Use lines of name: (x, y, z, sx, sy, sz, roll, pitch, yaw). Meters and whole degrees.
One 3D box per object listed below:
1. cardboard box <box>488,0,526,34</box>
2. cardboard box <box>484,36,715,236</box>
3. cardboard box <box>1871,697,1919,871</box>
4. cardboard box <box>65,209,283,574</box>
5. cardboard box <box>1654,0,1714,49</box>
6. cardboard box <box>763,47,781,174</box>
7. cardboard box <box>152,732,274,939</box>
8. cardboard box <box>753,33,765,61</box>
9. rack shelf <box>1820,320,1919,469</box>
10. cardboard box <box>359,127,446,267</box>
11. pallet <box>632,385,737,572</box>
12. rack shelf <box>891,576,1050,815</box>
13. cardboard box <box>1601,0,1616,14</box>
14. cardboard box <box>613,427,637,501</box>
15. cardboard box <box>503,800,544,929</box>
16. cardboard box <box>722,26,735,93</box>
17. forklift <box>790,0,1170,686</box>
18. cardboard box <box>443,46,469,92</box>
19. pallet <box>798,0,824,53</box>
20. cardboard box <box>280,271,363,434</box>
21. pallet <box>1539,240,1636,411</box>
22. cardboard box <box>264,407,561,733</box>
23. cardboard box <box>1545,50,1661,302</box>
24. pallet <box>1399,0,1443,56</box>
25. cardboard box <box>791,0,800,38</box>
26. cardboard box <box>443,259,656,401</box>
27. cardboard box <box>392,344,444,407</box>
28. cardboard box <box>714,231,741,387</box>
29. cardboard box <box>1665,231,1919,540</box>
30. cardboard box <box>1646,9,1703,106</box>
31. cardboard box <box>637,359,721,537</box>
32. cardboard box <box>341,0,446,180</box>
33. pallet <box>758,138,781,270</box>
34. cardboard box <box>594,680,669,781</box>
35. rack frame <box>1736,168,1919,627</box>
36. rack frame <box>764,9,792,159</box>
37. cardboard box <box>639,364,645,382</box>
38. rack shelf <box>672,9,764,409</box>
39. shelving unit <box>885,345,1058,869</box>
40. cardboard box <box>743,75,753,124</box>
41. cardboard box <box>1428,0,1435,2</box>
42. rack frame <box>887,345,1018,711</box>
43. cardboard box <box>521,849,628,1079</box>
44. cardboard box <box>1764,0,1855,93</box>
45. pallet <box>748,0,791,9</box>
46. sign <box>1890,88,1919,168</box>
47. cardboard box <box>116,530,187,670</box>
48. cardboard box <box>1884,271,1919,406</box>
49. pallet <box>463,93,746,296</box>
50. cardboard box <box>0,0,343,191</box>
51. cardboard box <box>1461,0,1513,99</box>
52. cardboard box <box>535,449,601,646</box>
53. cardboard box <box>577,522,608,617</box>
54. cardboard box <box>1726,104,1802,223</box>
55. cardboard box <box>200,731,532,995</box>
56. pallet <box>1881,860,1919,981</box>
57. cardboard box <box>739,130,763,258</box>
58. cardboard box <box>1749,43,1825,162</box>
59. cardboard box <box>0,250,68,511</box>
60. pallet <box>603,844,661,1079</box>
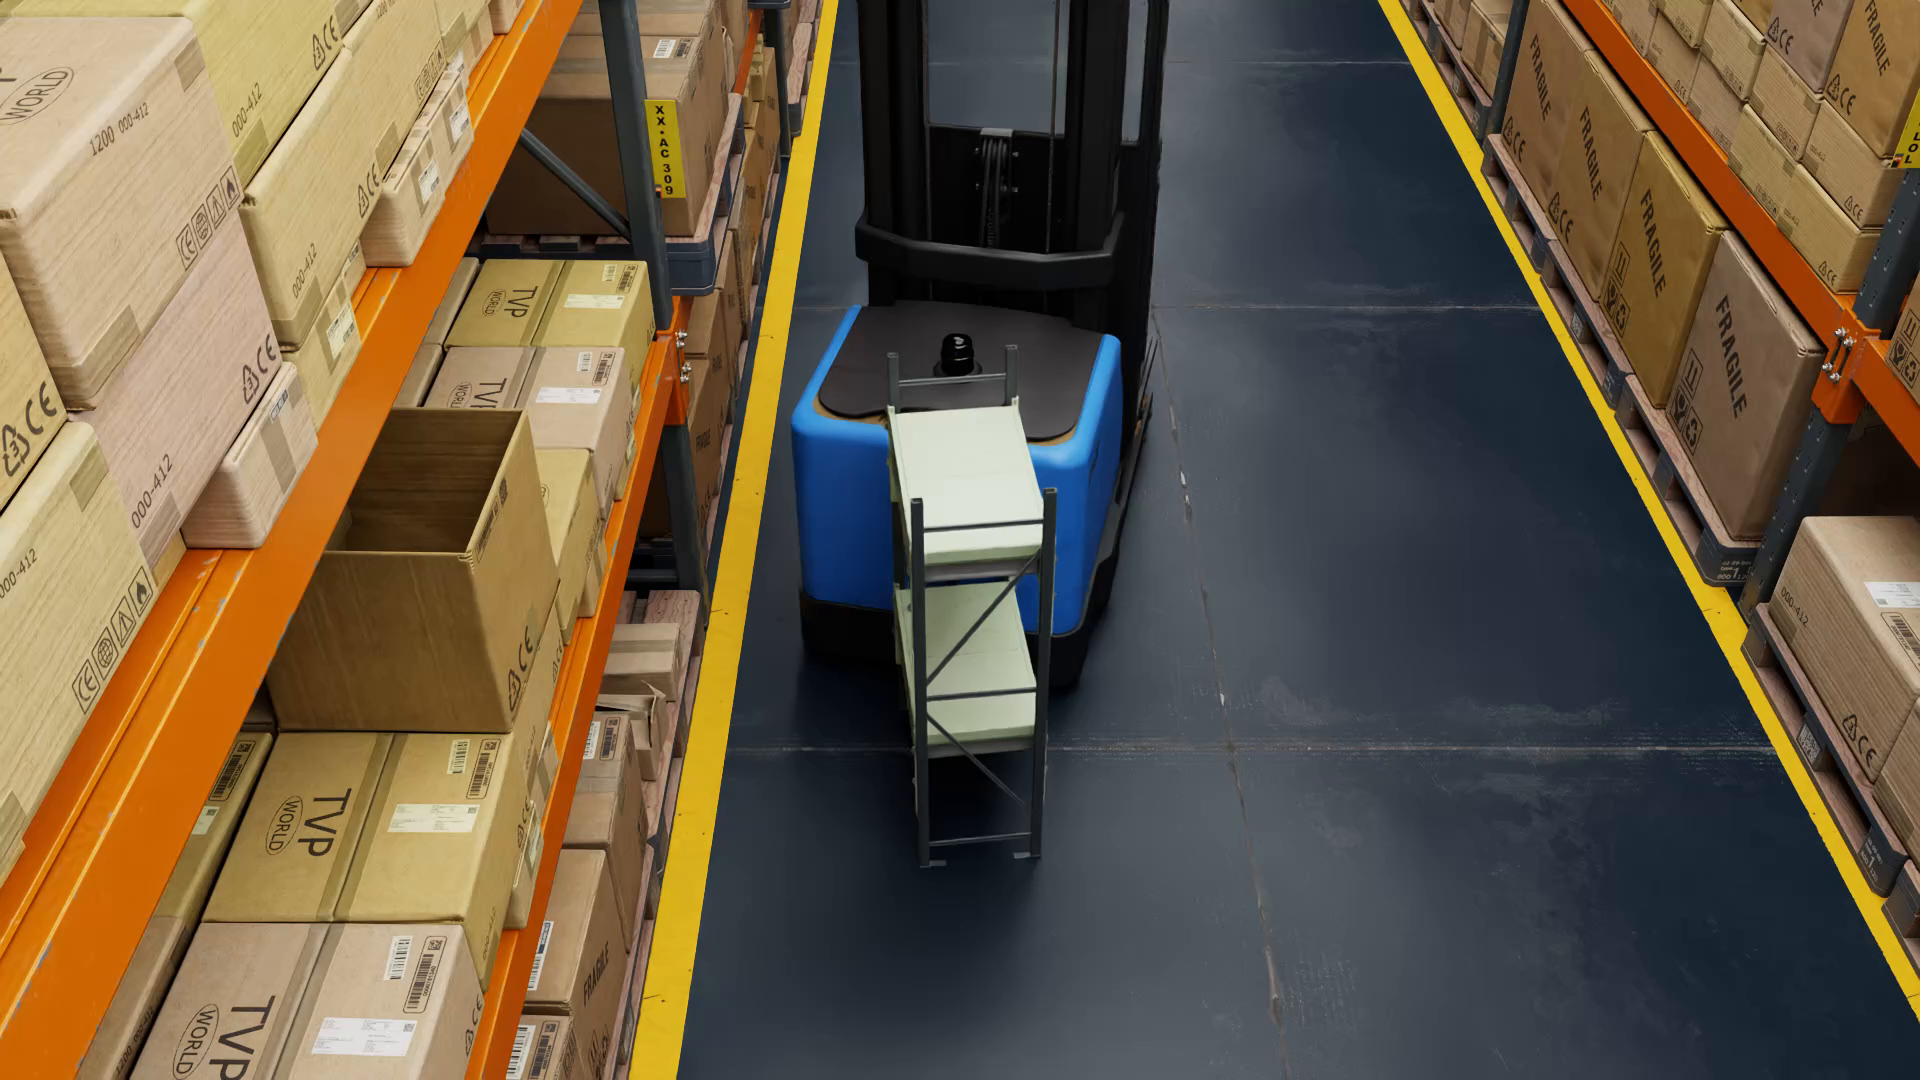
cardboard box: (-1.181, -1.245, 3.707, 0.380, 0.149, 0.250, 0, 39, 0)
cardboard box: (-1.239, -1.377, 5.654, 0.700, 0.500, 0.500, 1, 39, 1)
cardboard box: (3.397, 0.911, 4.927, 0.875, 0.438, 0.875, -1, 39, -1)
cardboard box: (-1.206, -0.194, 2.076, 0.500, 0.250, 0.500, 1, 39, 1)
cardboard box: (3.226, -2.246, 6.874, 0.500, 0.250, 0.500, 1, 39, 1)
cardboard box: (-1.251, -2.297, 8.881, 0.500, 0.500, 0.500, 1, 39, 1)
cardboard box: (-1.718, 0.653, 3.419, 0.500, 0.250, 0.500, 1, 39, 1)
cardboard box: (-1.213, -2.506, 8.623, 0.380, 0.149, 0.250, -2, 39, -2)
rack shelf: (3.504, 0.654, 4.110, 1.077, 0.370, 4.000, 0, 39, 0)
cardboard box: (-1.130, -0.601, 2.903, 0.380, 0.149, 0.250, 0, 39, 0)
pallet: (-1.501, -0.292, 6.946, 1.003, 0.211, 1.213, 0, 39, 0)
rack shelf: (0.021, 0.491, 5.459, 0.431, 0.370, 0.720, -4, 39, -5)
cardboard box: (3.264, -2.693, 7.832, 0.500, 0.250, 0.500, -1, 39, -1)
cardboard box: (-1.162, -0.249, 4.863, 0.380, 0.149, 0.250, 1, 39, 1)
cardboard box: (-1.135, 0.717, 3.658, 0.380, 0.149, 0.250, -1, 39, -1)
cardboard box: (-1.080, -1.852, 6.434, 0.396, 0.266, 0.258, 2, 39, 2)
forklift: (0.235, -1.543, 6.332, 1.130, 2.935, 3.031, 8, 39, 10)
cardboard box: (-1.204, -0.920, 3.301, 0.380, 0.149, 0.250, 0, 39, 0)
pallet: (-1.427, -3.561, 11.024, 1.003, 0.211, 1.213, 0, 39, 0)
cardboard box: (-1.140, -0.286, 2.511, 0.380, 0.149, 0.250, 0, 39, 0)
pallet: (3.421, -1.037, 7.875, 1.003, 0.211, 1.213, 0, 39, 0)
cardboard box: (-1.190, 0.058, 3.562, 0.500, 0.500, 0.500, 1, 39, 1)
cardboard box: (3.412, -1.724, 7.866, 0.875, 0.875, 0.875, 0, 39, 1)
pallet: (3.499, -3.540, 10.999, 1.003, 0.211, 1.213, 0, 39, 0)
cardboard box: (-1.462, -3.409, 10.168, 0.875, 0.625, 0.625, 1, 39, 1)
cardboard box: (-1.217, -0.611, 4.996, 0.500, 0.250, 0.500, 1, 39, 1)
cardboard box: (-1.724, -0.306, 4.615, 0.500, 0.250, 0.500, 0, 39, 0)
cardboard box: (-1.244, -1.008, 7.272, 0.500, 0.500, 0.500, -1, 39, -1)
cardboard box: (3.421, -0.600, 6.463, 0.875, 0.875, 0.875, 1, 39, 1)
cardboard box: (3.263, -2.056, 7.037, 0.500, 0.250, 0.500, 0, 39, 0)
cardboard box: (-1.237, -0.363, 6.467, 0.500, 0.500, 0.500, 2, 39, 2)
cardboard box: (-1.218, -0.837, 2.879, 0.500, 0.250, 0.500, -1, 39, -1)
pallet: (-1.503, -1.818, 8.850, 1.003, 0.211, 1.213, 0, 39, 0)
cardboard box: (-1.167, 0.603, 5.449, 0.396, 0.266, 0.258, 1, 39, 2)
rack frame: (3.502, -0.877, 5.446, 1.000, 3.000, 0.127, 0, 39, 0)
rack frame: (-1.466, -3.373, 8.560, 1.000, 3.000, 0.127, 0, 39, 0)
cardboard box: (-1.209, -0.574, 5.269, 0.380, 0.149, 0.250, 0, 39, 1)
rack shelf: (-1.464, -1.841, 7.224, 1.077, 0.370, 4.000, 0, 39, 0)
shelving unit: (0.021, 0.237, 5.255, 0.431, 1.500, 0.755, -4, 39, -5)
cardboard box: (-1.225, -2.170, 8.204, 0.380, 0.149, 0.250, -1, 39, -2)
cardboard box: (3.502, -3.806, 10.866, 0.950, 0.372, 0.625, 1, 39, 1)
rack frame: (-0.023, 0.009, 5.539, 0.400, 1.500, 0.023, -4, 39, -5)
cardboard box: (-1.226, 1.194, 4.525, 0.500, 0.500, 0.500, 1, 39, 1)
cardboard box: (3.242, -1.909, 5.854, 0.500, 0.500, 0.500, 1, 39, 1)
pallet: (-1.395, -2.874, 8.091, 1.213, 0.211, 1.003, 0, 39, 0)
sign: (2.959, -1.292, 5.101, 0.100, 0.325, 0.005, 0, 39, 0)
cardboard box: (-1.235, 0.034, 2.112, 0.380, 0.149, 0.250, 0, 39, 0)
cardboard box: (3.241, -0.623, 5.048, 0.500, 0.500, 0.500, 1, 39, 1)
pallet: (-1.354, -1.296, 6.123, 1.003, 0.211, 1.213, 0, 39, 0)
cardboard box: (-1.203, -0.703, 2.312, 0.500, 0.250, 0.500, -1, 39, -1)
cardboard box: (3.507, -2.871, 9.699, 0.950, 0.372, 0.625, -2, 39, -3)
cardboard box: (-1.215, 0.014, 4.215, 0.500, 0.250, 0.500, 0, 39, 0)
cardboard box: (-1.161, 0.075, 4.459, 0.380, 0.149, 0.250, -1, 39, -1)
cardboard box: (3.250, -1.418, 6.240, 0.500, 0.250, 0.500, -1, 39, -1)
cardboard box: (-1.193, 0.656, 3.415, 0.500, 0.250, 0.500, -1, 39, -1)
pallet: (3.429, 1.451, 4.770, 1.003, 0.211, 1.213, 0, 39, 0)
cardboard box: (-1.258, -1.657, 8.082, 0.500, 0.500, 0.500, 2, 39, 2)
cardboard box: (3.250, -1.602, 6.071, 0.500, 0.250, 0.500, 1, 39, 1)
cardboard box: (-1.207, -0.071, 1.523, 0.500, 0.250, 0.500, 0, 39, -1)
pallet: (-1.458, 1.411, 4.821, 1.003, 0.211, 1.213, 0, 39, 0)
